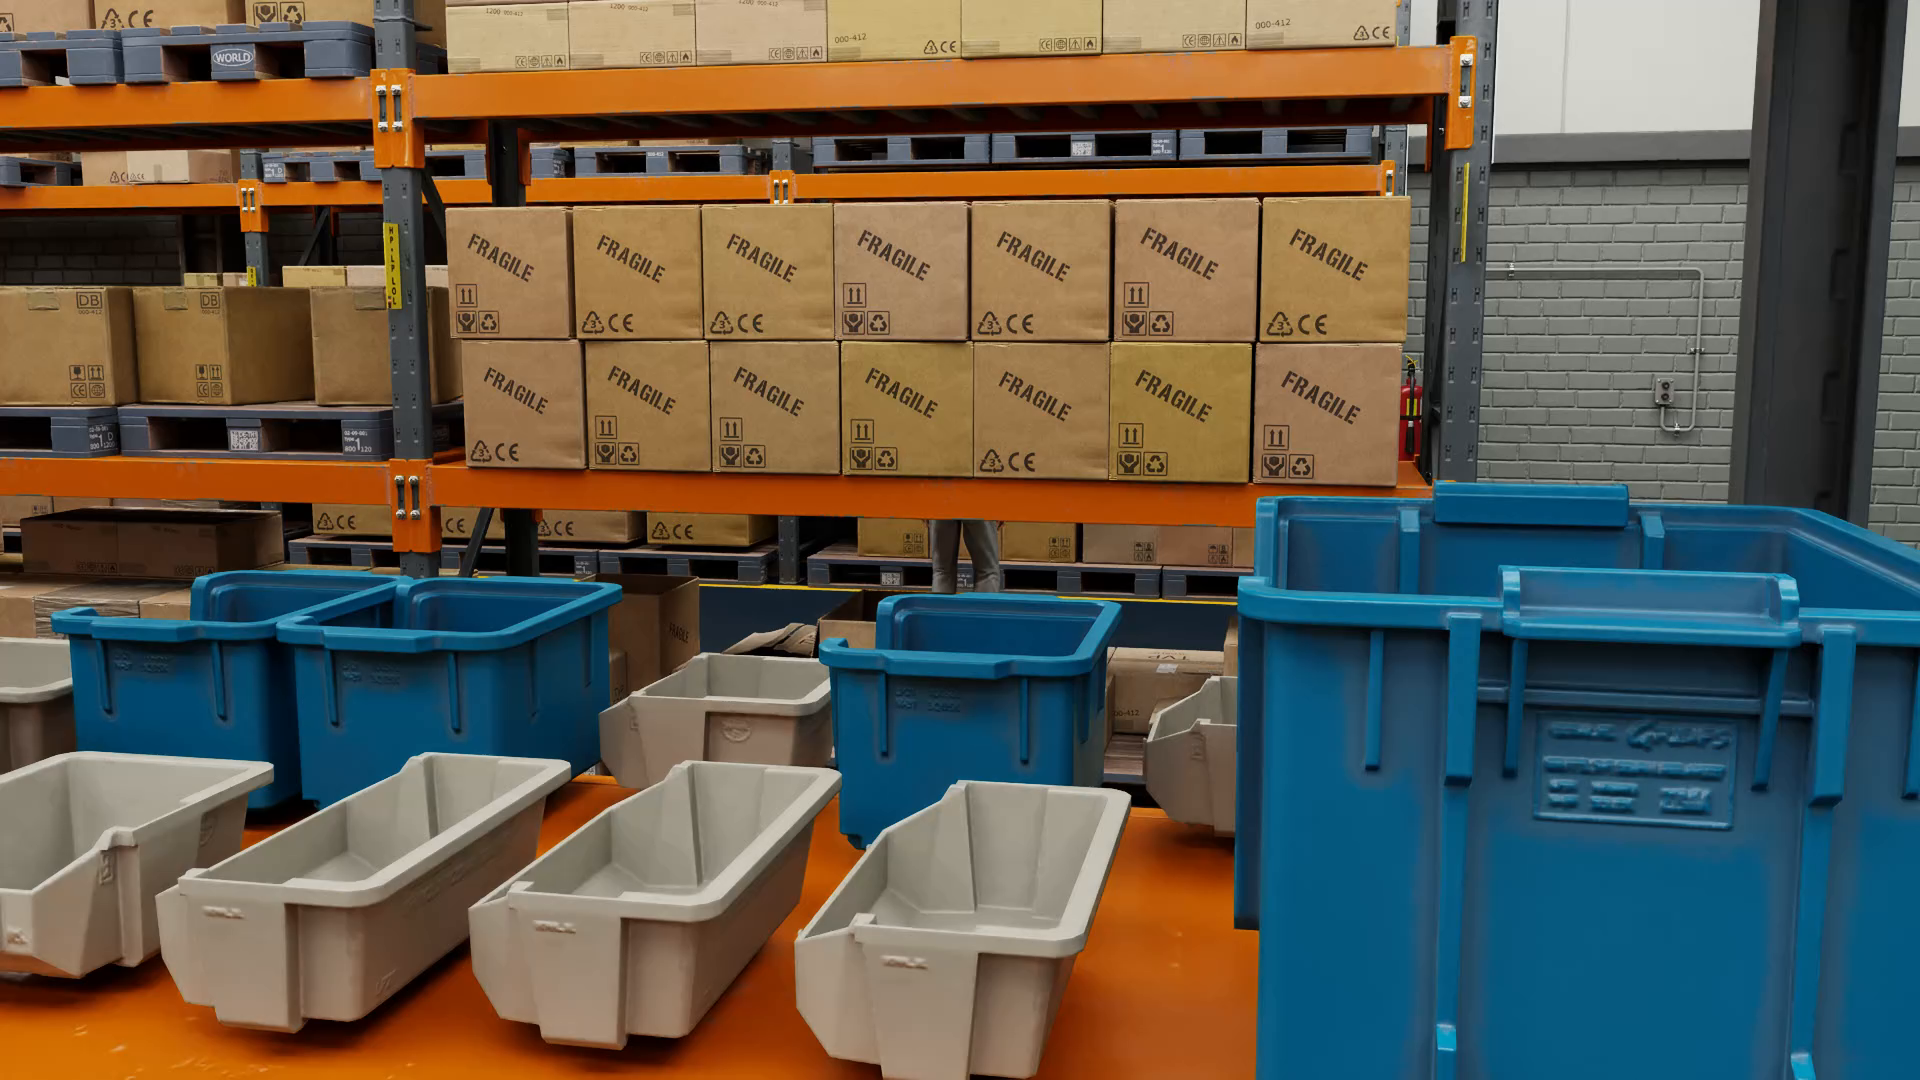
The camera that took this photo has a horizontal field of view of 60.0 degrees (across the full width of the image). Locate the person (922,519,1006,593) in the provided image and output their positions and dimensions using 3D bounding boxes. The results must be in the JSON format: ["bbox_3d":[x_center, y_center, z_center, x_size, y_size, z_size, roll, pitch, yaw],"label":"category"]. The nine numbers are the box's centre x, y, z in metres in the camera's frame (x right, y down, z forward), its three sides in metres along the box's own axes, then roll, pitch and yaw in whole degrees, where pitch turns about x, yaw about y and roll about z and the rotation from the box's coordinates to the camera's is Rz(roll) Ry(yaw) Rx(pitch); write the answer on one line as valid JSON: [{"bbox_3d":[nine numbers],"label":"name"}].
[{"bbox_3d":[0.015,-0.168,9.015,0.485,1.672,0.359,2,8,11],"label":"person"}]
